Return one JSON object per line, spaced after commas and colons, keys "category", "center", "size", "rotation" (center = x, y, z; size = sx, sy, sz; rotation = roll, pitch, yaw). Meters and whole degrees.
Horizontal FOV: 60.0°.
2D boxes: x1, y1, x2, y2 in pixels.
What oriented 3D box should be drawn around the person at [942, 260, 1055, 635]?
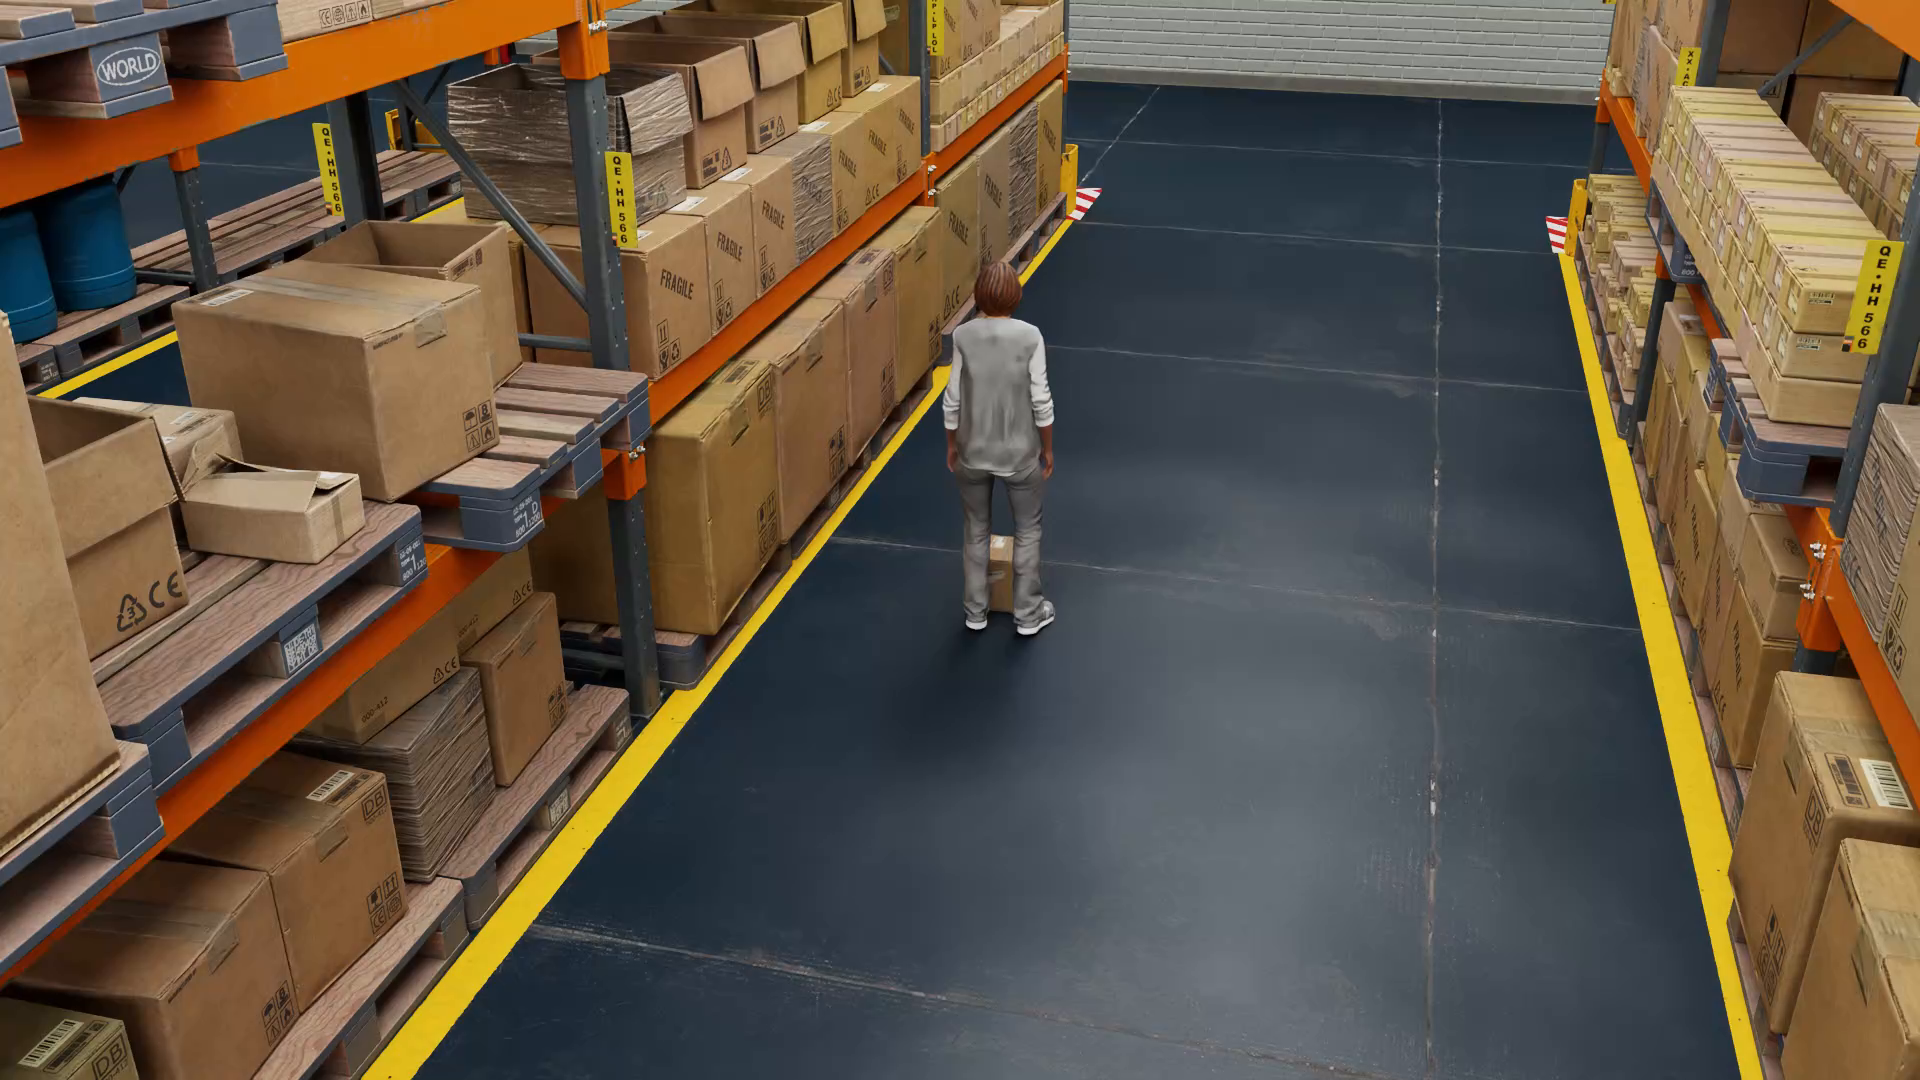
{"category": "person", "center": [0.163, -0.353, 6.859], "size": [0.472, 1.592, 0.347], "rotation": [5, 26, 10]}
